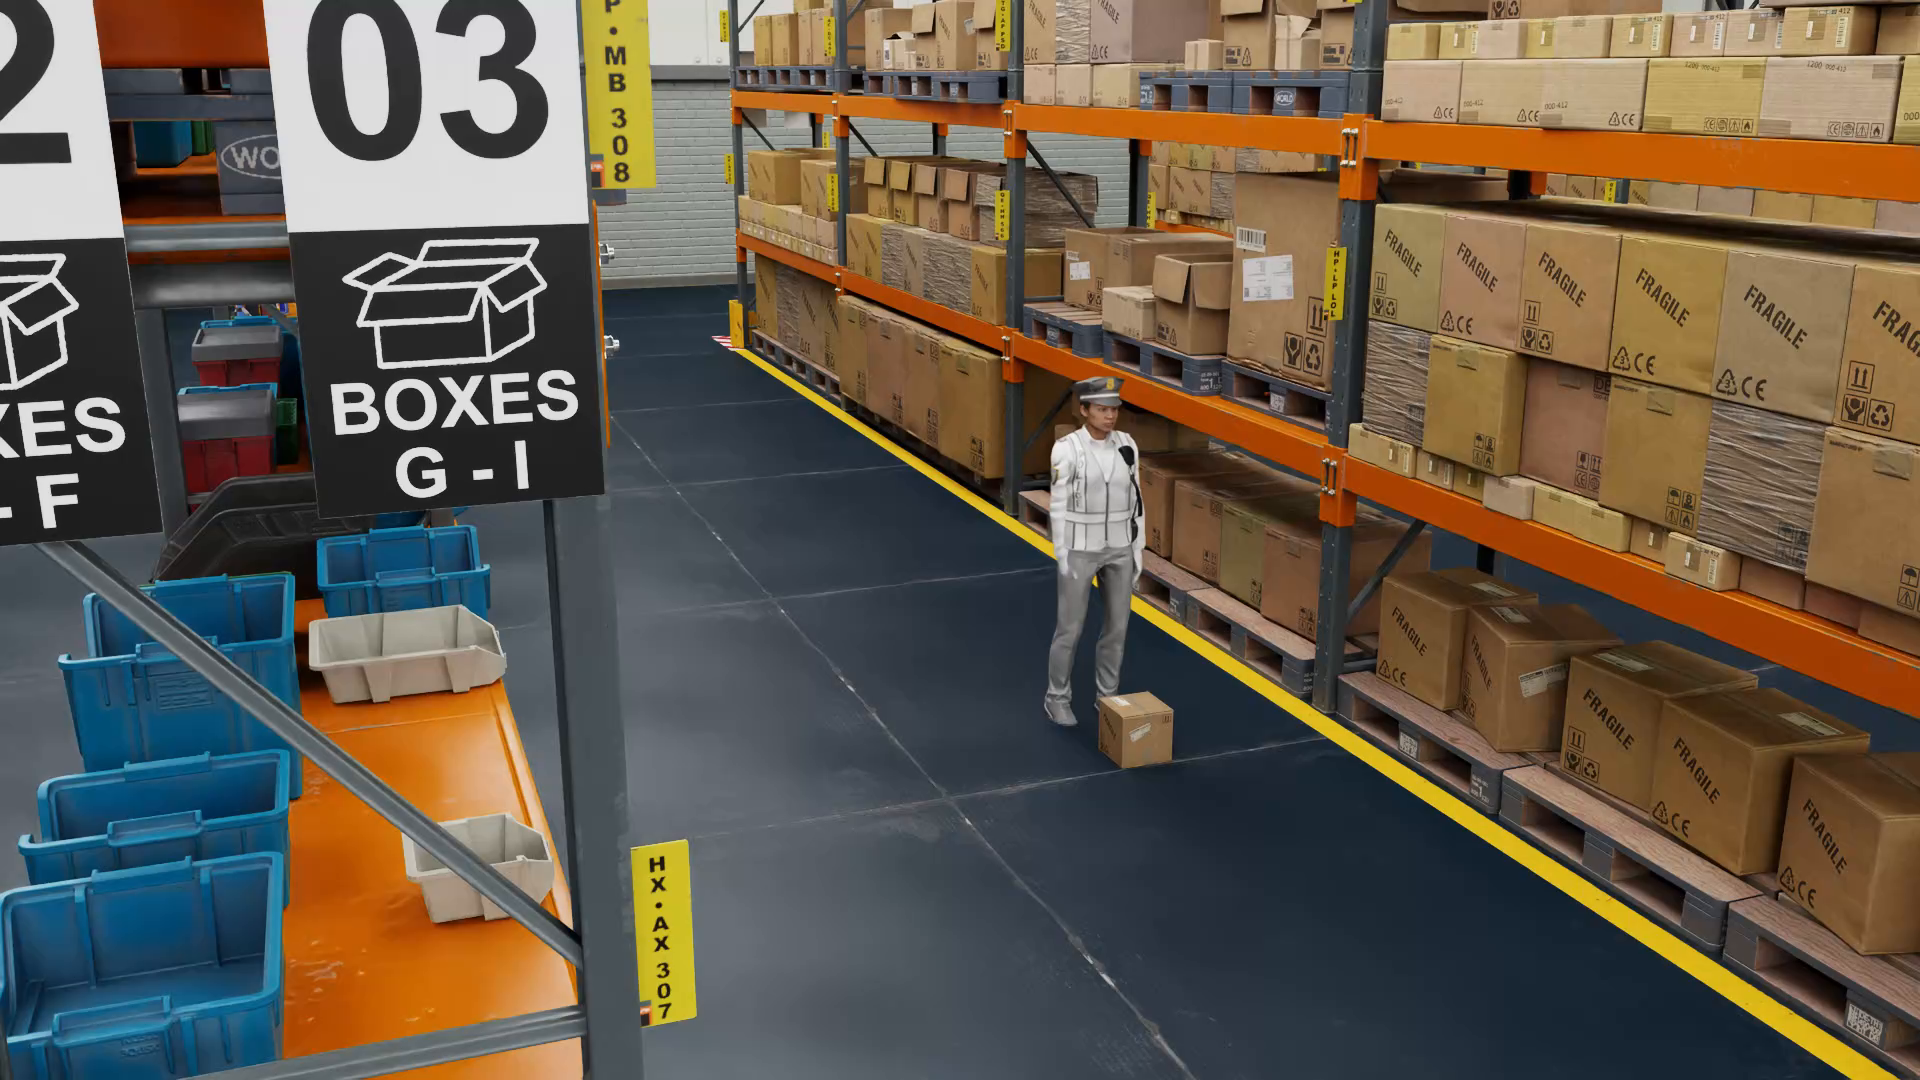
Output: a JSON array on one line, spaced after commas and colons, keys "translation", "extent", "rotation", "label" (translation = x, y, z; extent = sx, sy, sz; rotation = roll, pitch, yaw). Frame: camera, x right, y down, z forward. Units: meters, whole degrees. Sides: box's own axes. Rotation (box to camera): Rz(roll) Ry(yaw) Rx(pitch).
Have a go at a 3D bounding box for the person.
[{"translation": [0.650, 0.071, 7.810], "extent": [0.466, 1.715, 0.344], "rotation": [-6, 17, -19], "label": "person"}]
